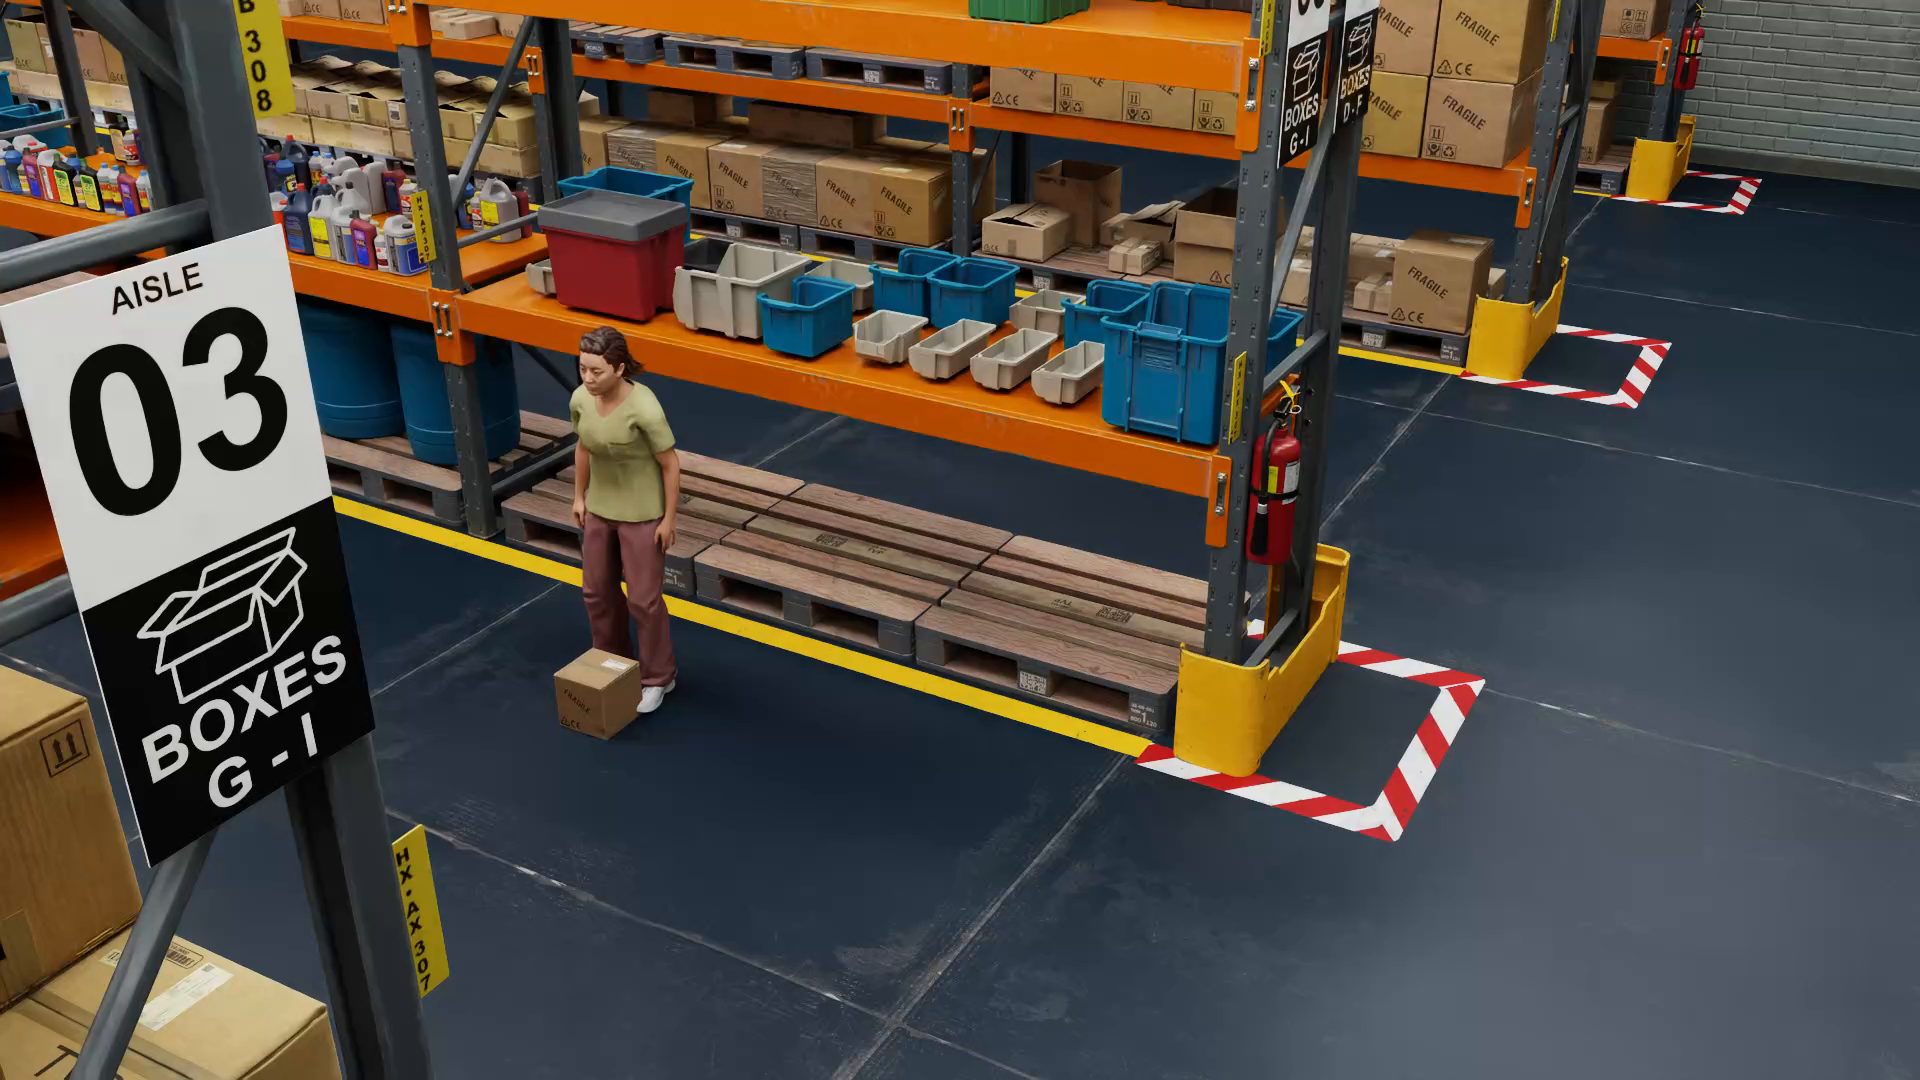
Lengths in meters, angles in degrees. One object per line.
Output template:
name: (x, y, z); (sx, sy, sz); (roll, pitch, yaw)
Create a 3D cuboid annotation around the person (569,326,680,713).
person: (-1.384, -0.094, 6.806); (0.511, 1.671, 0.362); (13, 29, 23)
